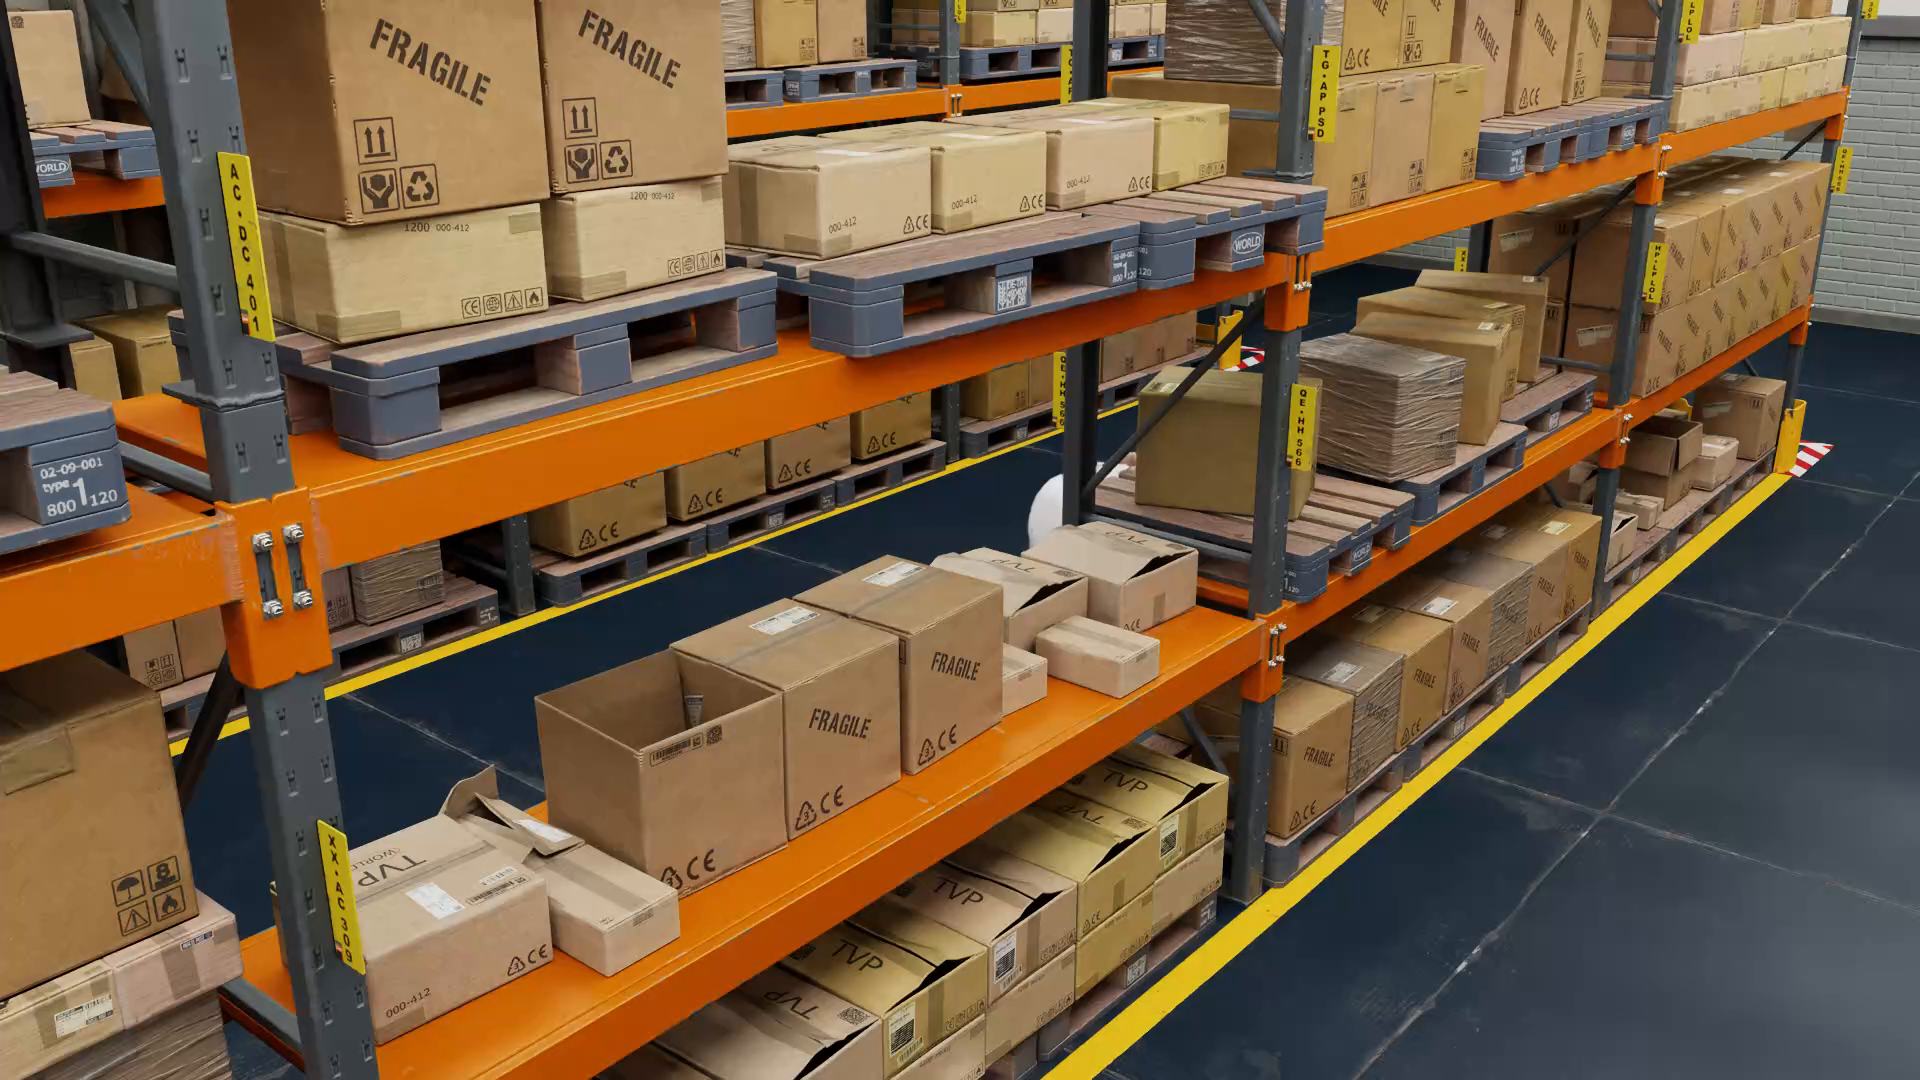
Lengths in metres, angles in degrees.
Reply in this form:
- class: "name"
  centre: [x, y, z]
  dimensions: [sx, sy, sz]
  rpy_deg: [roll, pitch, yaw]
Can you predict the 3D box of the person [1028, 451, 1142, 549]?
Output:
- class: "person"
  centre: [0.749, 0.128, 9.189]
  dimensions: [0.568, 1.134, 0.948]
  rpy_deg: [14, 24, 35]
